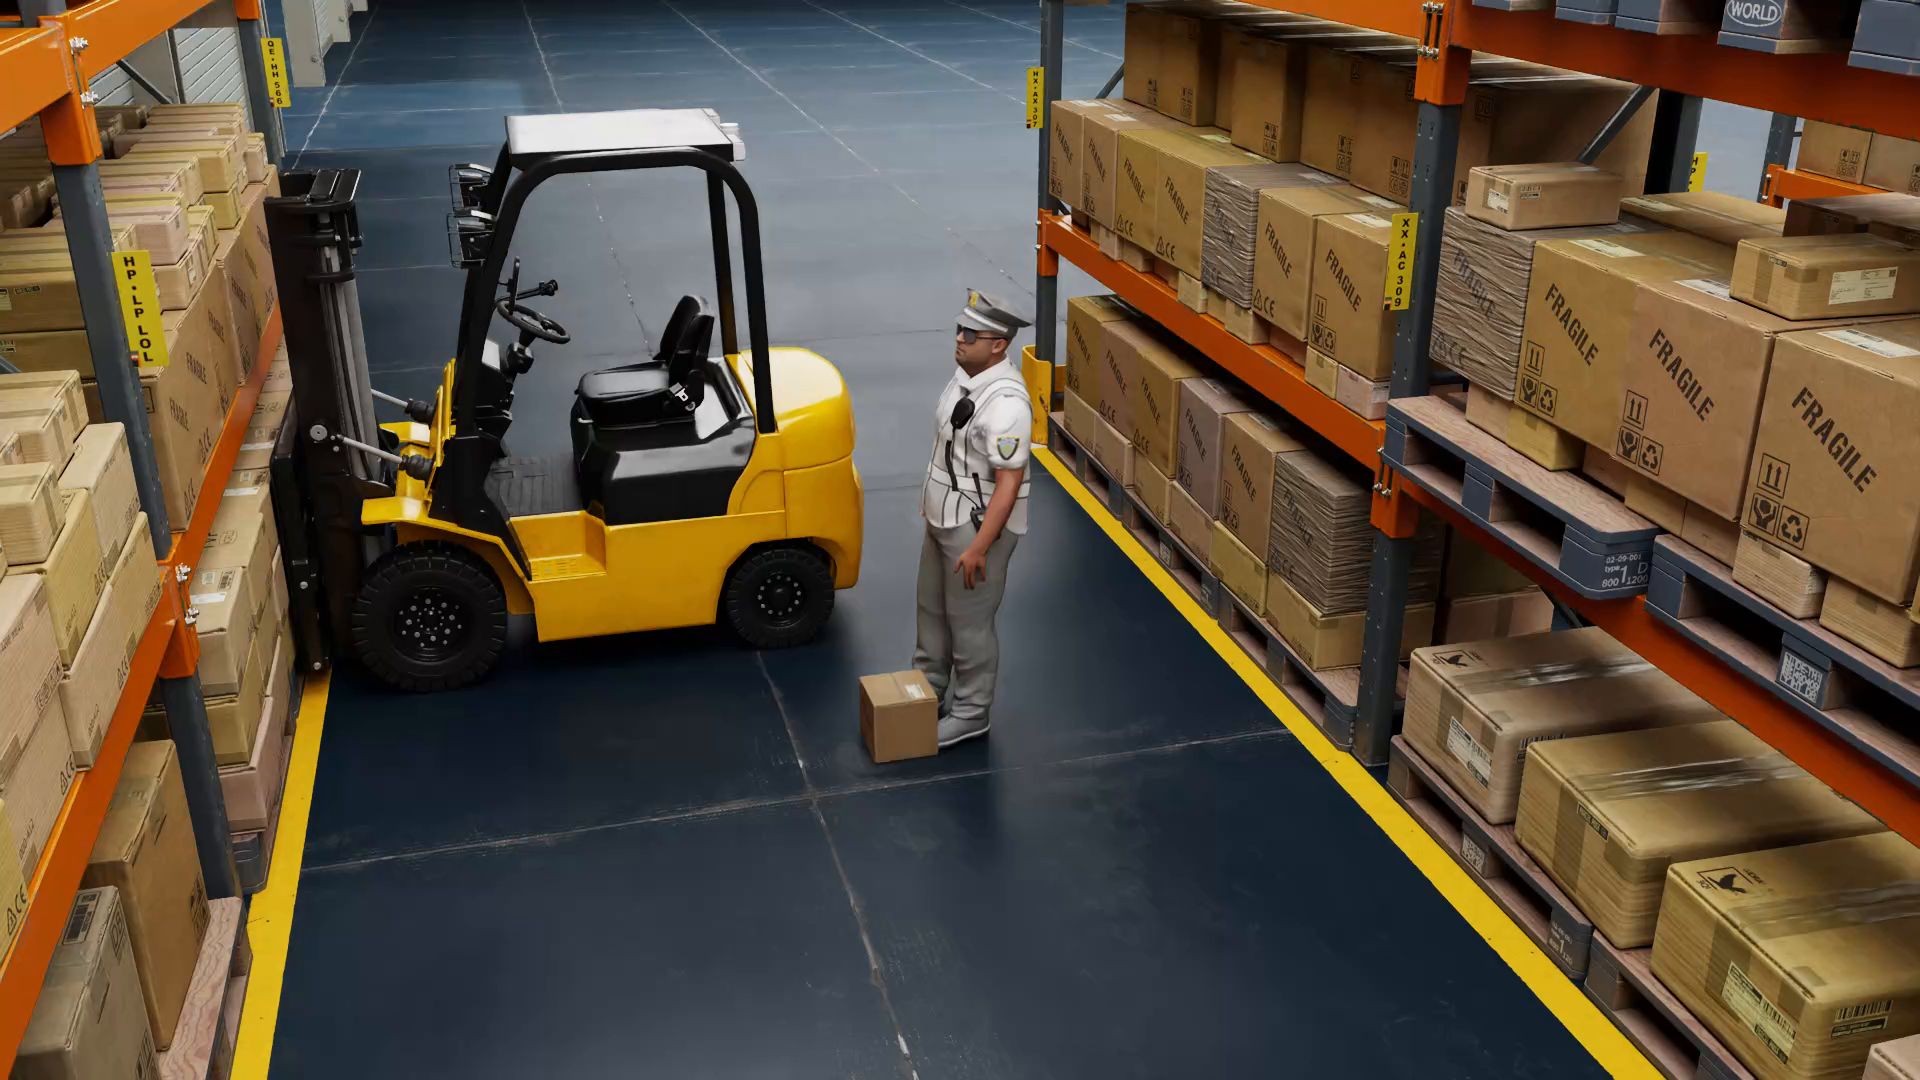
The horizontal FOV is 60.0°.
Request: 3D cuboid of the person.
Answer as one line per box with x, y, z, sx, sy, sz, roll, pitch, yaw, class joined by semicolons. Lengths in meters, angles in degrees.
-0.039;-0.071;6.191;0.575;1.782;0.635;-6;24;-14;person
